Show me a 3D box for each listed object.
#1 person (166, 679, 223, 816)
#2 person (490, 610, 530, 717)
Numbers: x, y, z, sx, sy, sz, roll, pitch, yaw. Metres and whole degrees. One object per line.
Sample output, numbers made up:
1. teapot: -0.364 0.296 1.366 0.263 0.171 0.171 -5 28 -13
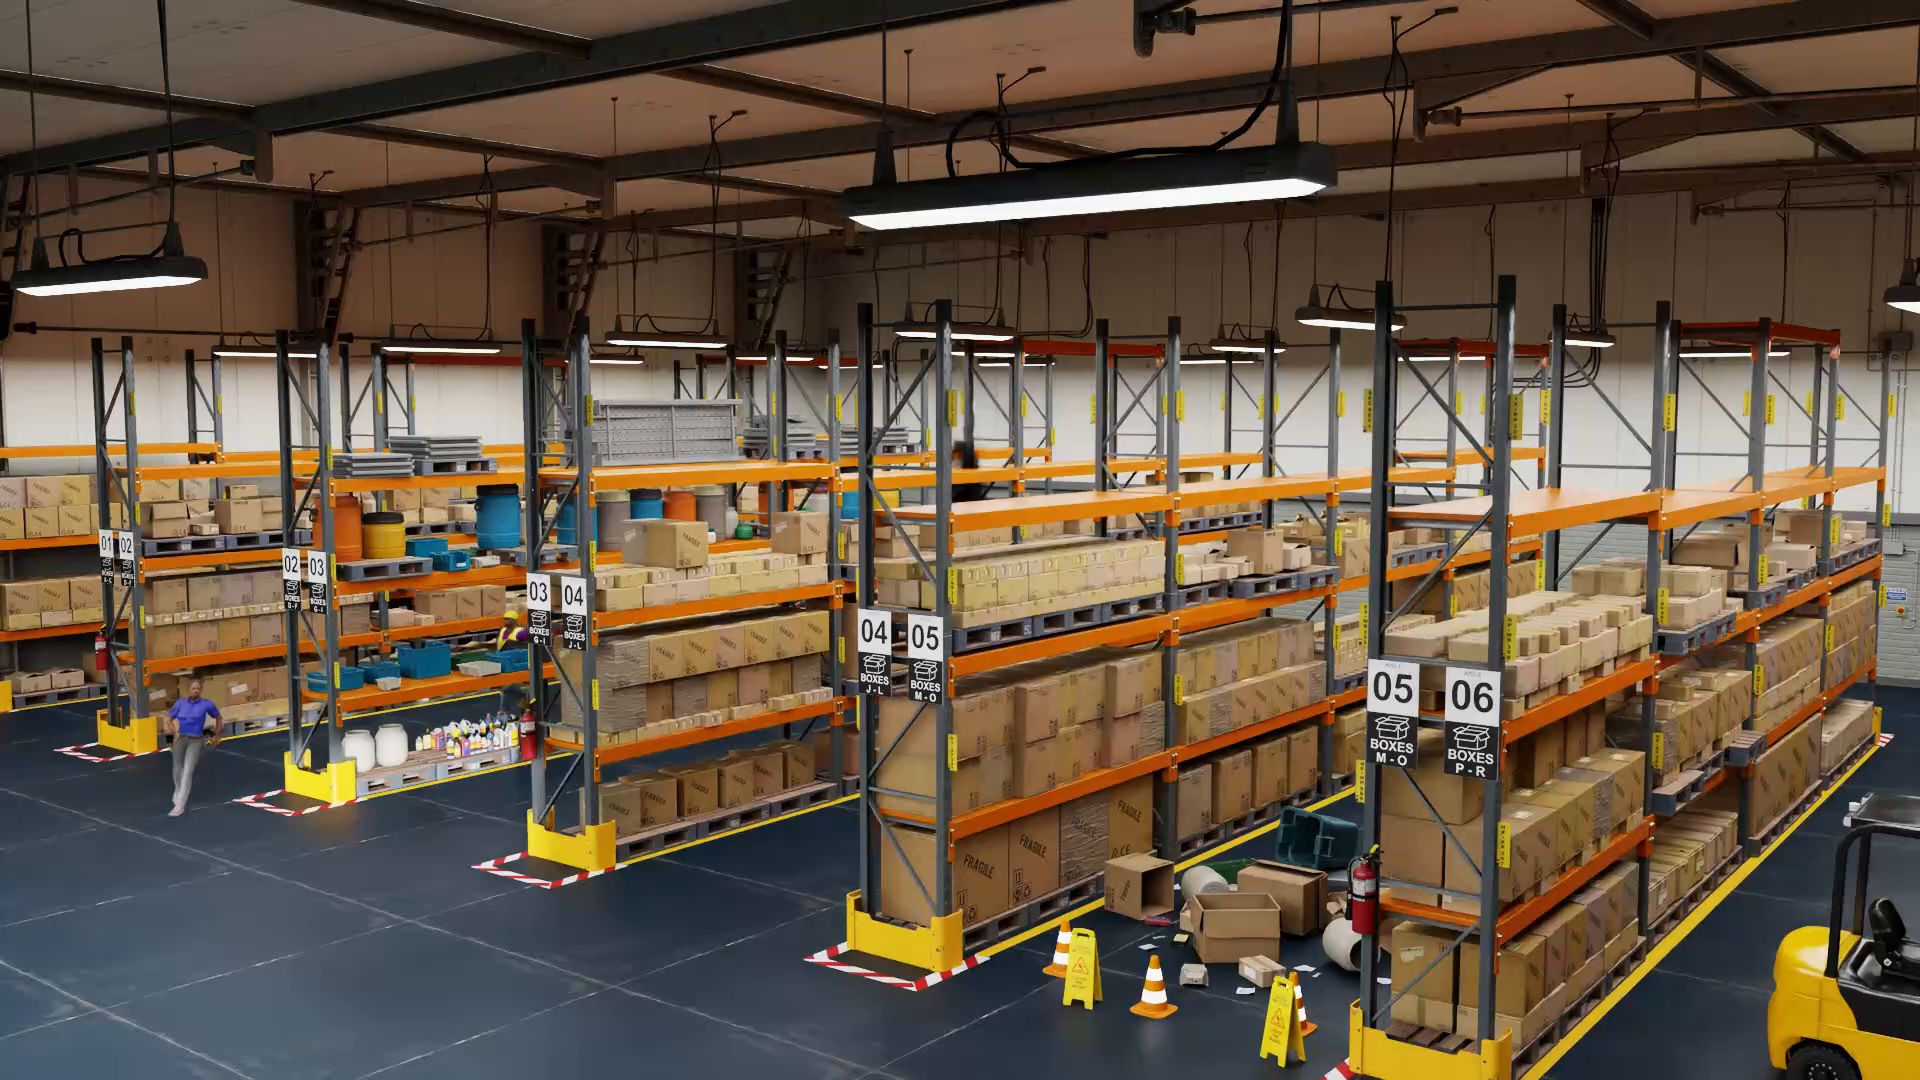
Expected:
1. person: -9.544 2.540 20.671 0.666 1.629 0.810 -1 5 -12
2. person: -7.144 1.998 26.518 0.712 1.754 0.925 3 6 31
